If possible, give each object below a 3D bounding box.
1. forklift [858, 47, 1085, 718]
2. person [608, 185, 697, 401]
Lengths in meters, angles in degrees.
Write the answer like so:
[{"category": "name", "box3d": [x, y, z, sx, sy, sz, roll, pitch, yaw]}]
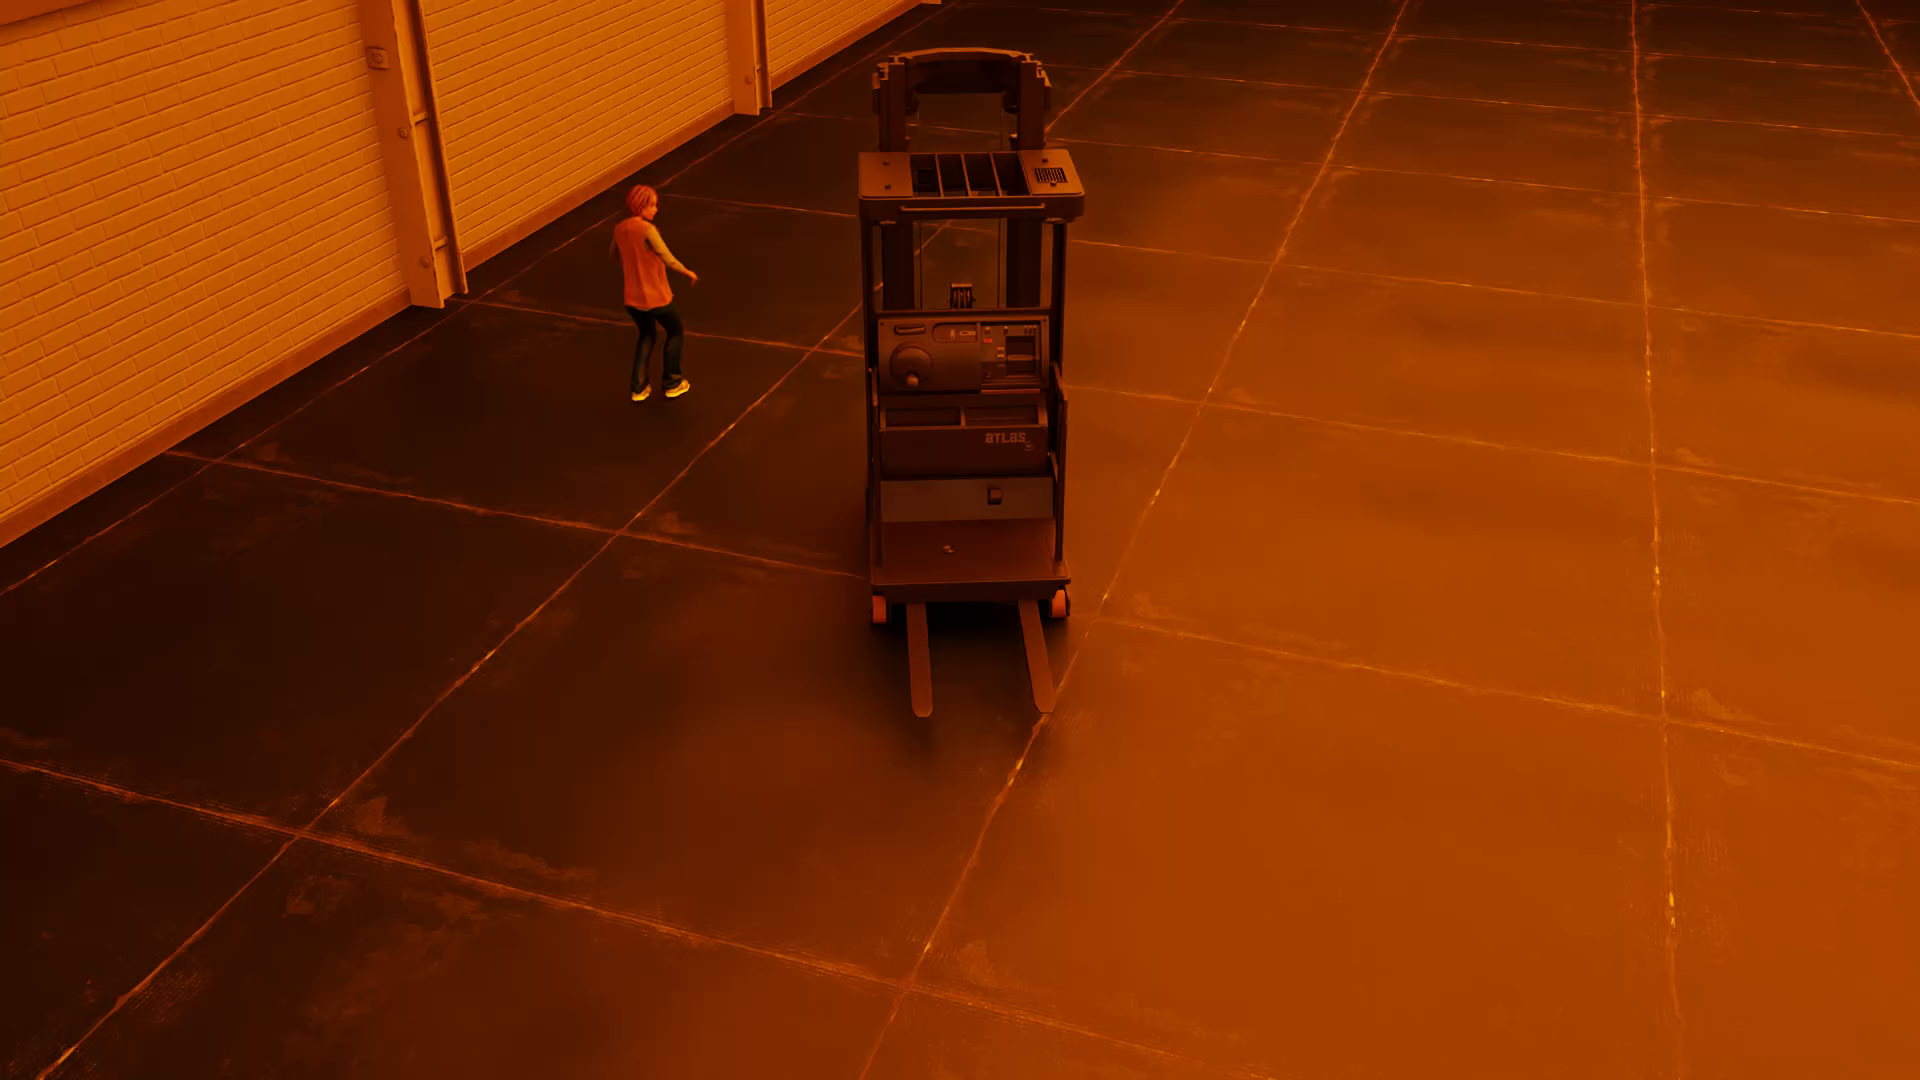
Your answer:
[{"category": "forklift", "box3d": [0.035, -0.972, 8.842, 1.130, 2.935, 3.031, -2, 30, -3]}, {"category": "person", "box3d": [-2.144, -1.701, 11.560, 0.660, 1.548, 0.509, 15, 33, 25]}]
